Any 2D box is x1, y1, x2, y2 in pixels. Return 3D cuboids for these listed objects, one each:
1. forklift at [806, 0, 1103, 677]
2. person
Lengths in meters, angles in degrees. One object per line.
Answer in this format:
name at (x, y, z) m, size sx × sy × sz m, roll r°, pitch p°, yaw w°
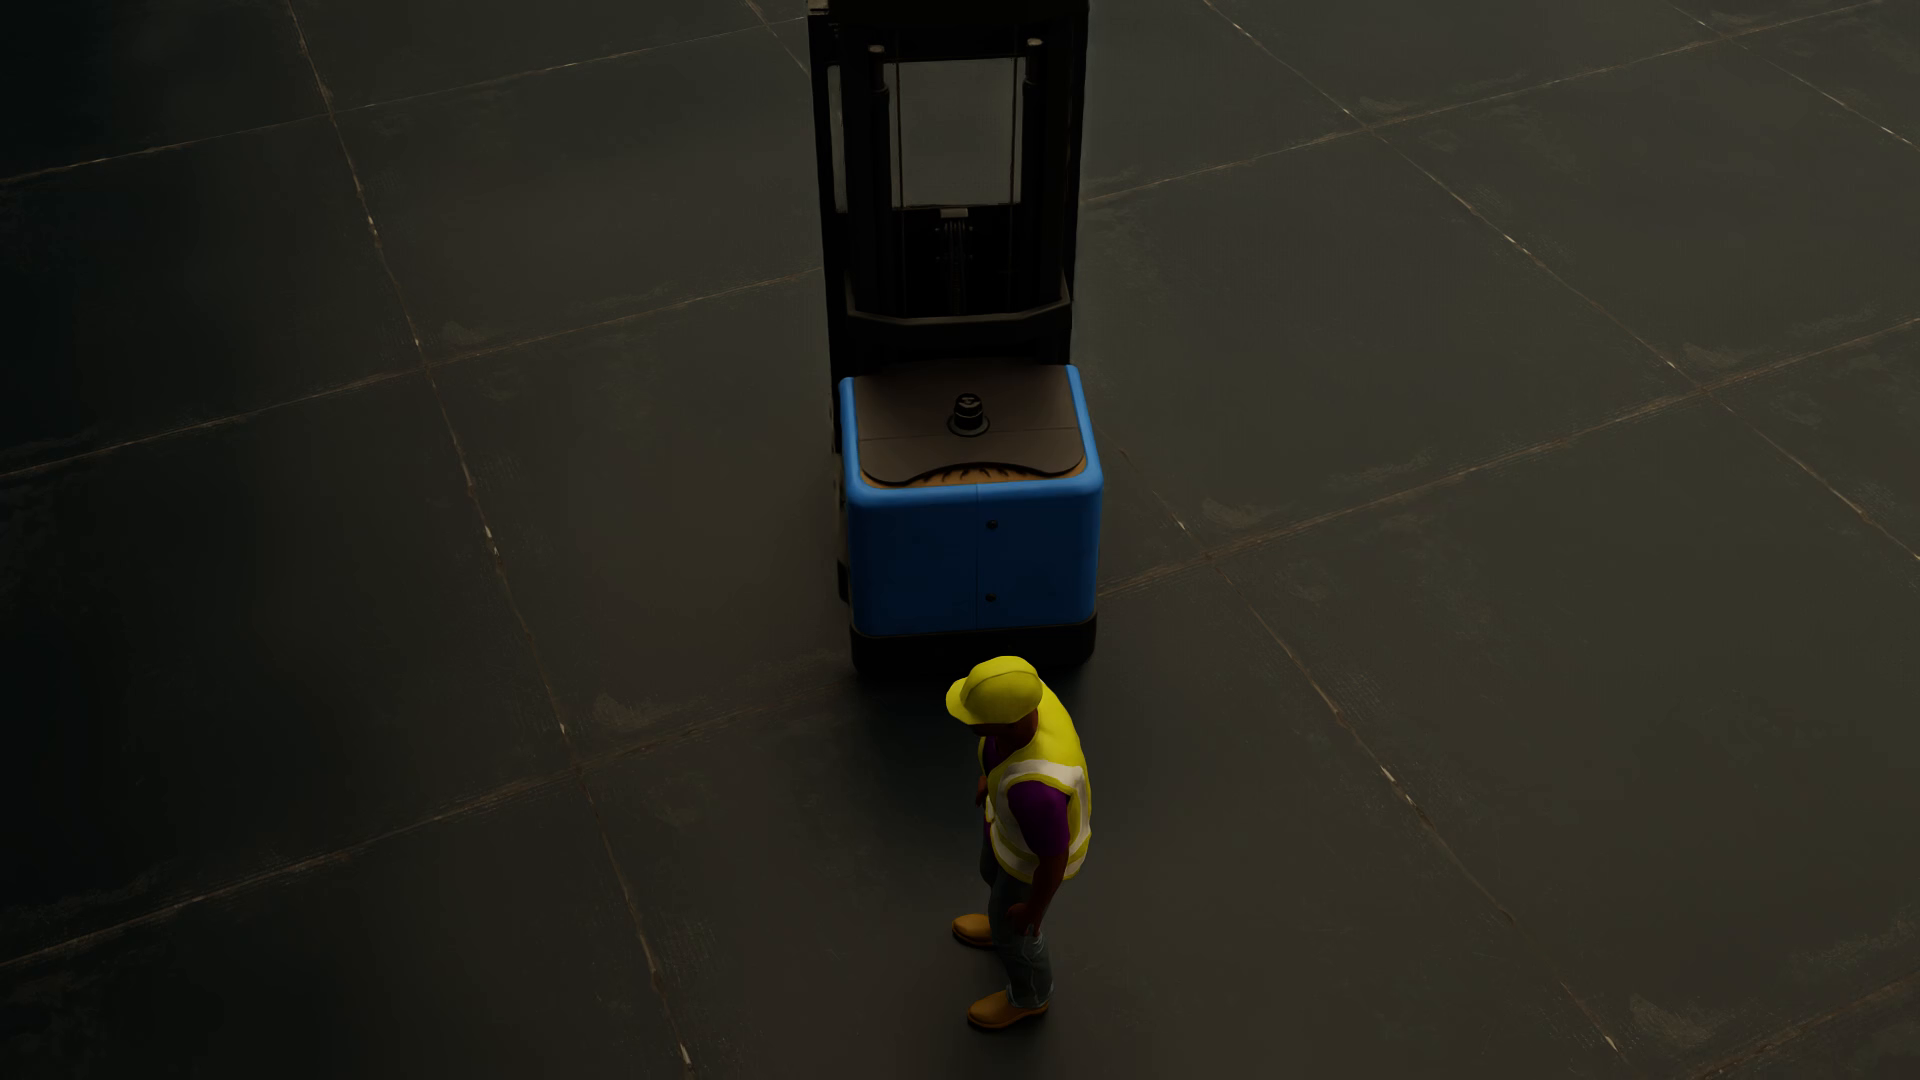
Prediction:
forklift at (-0.070, -1.489, 7.276) m, size 1.130 × 2.935 × 3.031 m, roll -4°, pitch 43°, yaw -4°
person at (0.182, 0.984, 5.487) m, size 0.460 × 1.759 × 0.634 m, roll -6°, pitch 43°, yaw -7°
